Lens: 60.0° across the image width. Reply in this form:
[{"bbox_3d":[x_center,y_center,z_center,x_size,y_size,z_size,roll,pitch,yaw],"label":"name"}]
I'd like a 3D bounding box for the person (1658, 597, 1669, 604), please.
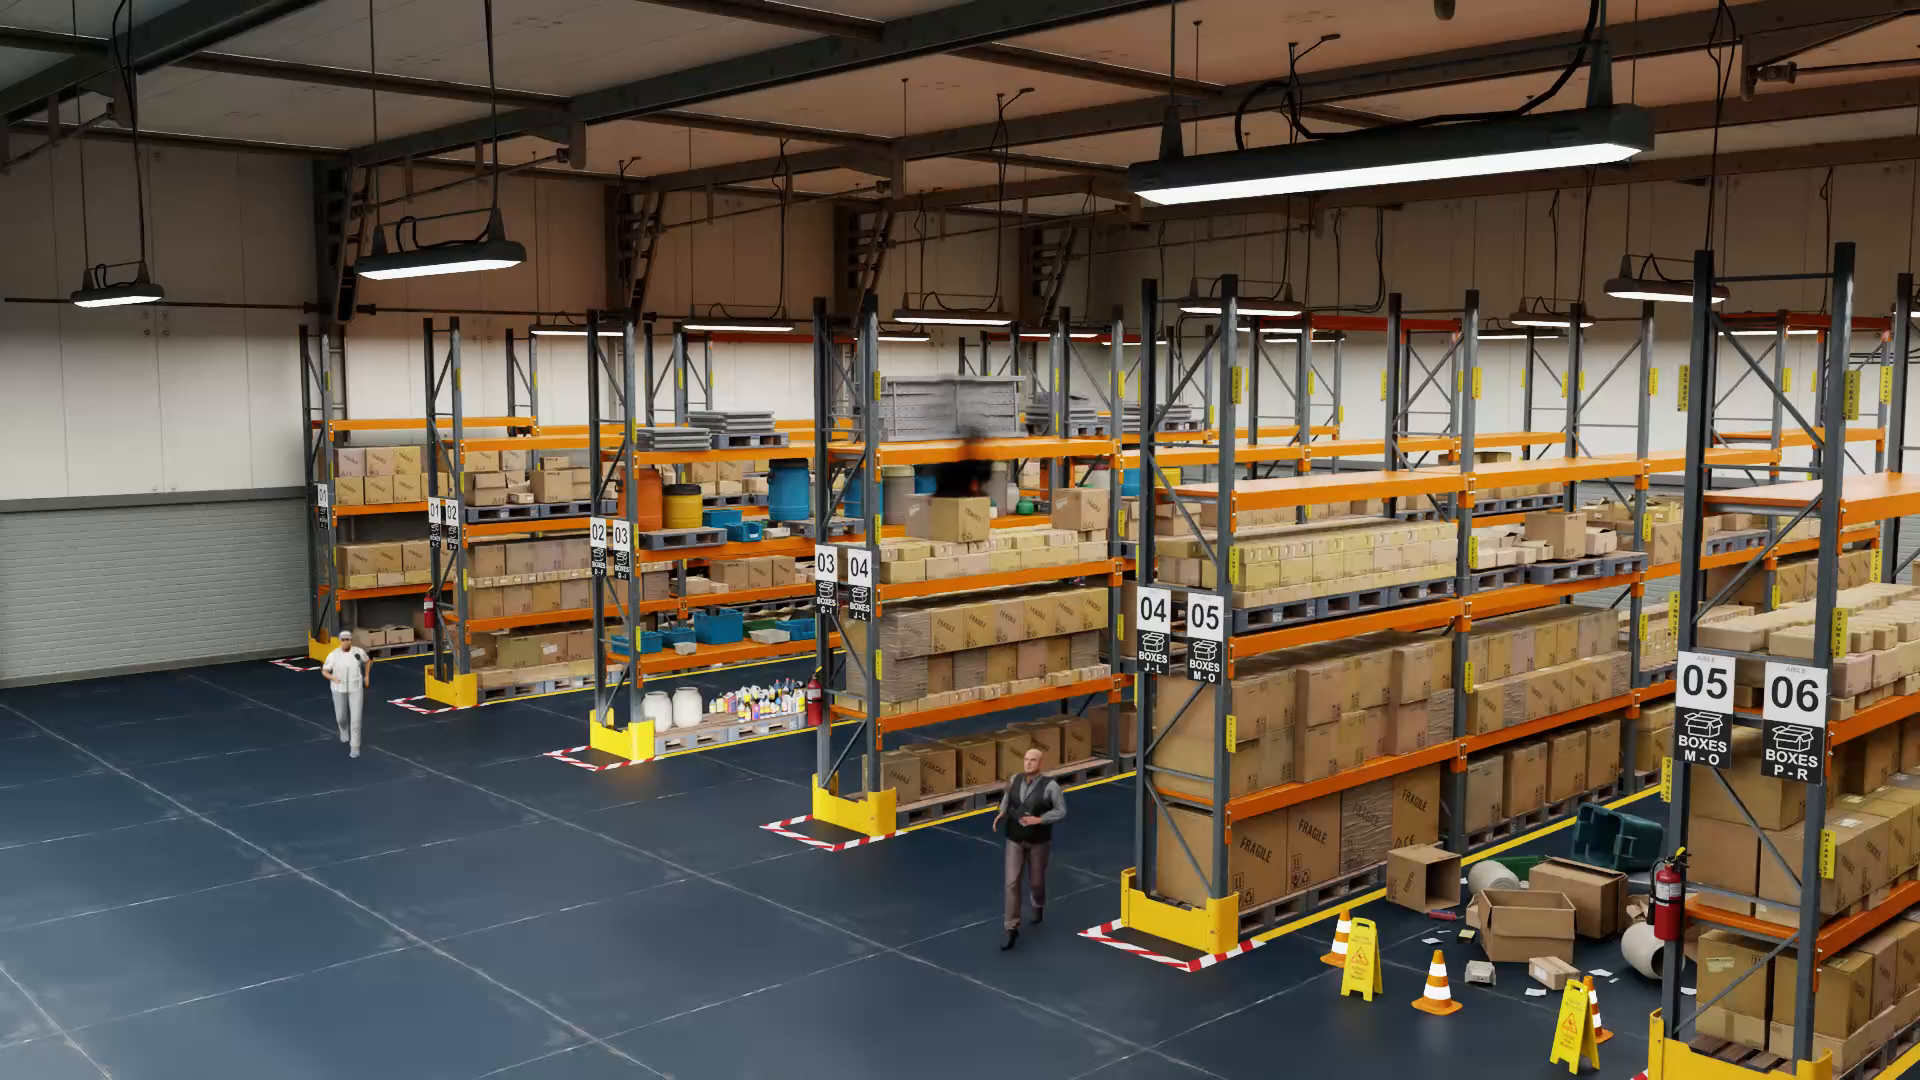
[{"bbox_3d":[10.936,1.702,25.974,0.593,1.654,0.594,-5,8,-42],"label":"person"}]

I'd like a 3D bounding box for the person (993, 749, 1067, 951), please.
[{"bbox_3d":[0.641,2.814,15.201,0.694,1.671,0.893,2,6,16],"label":"person"}]

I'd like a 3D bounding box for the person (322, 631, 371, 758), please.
[{"bbox_3d":[-8.315,2.054,22.581,0.624,1.674,0.931,-2,6,-21],"label":"person"}]
